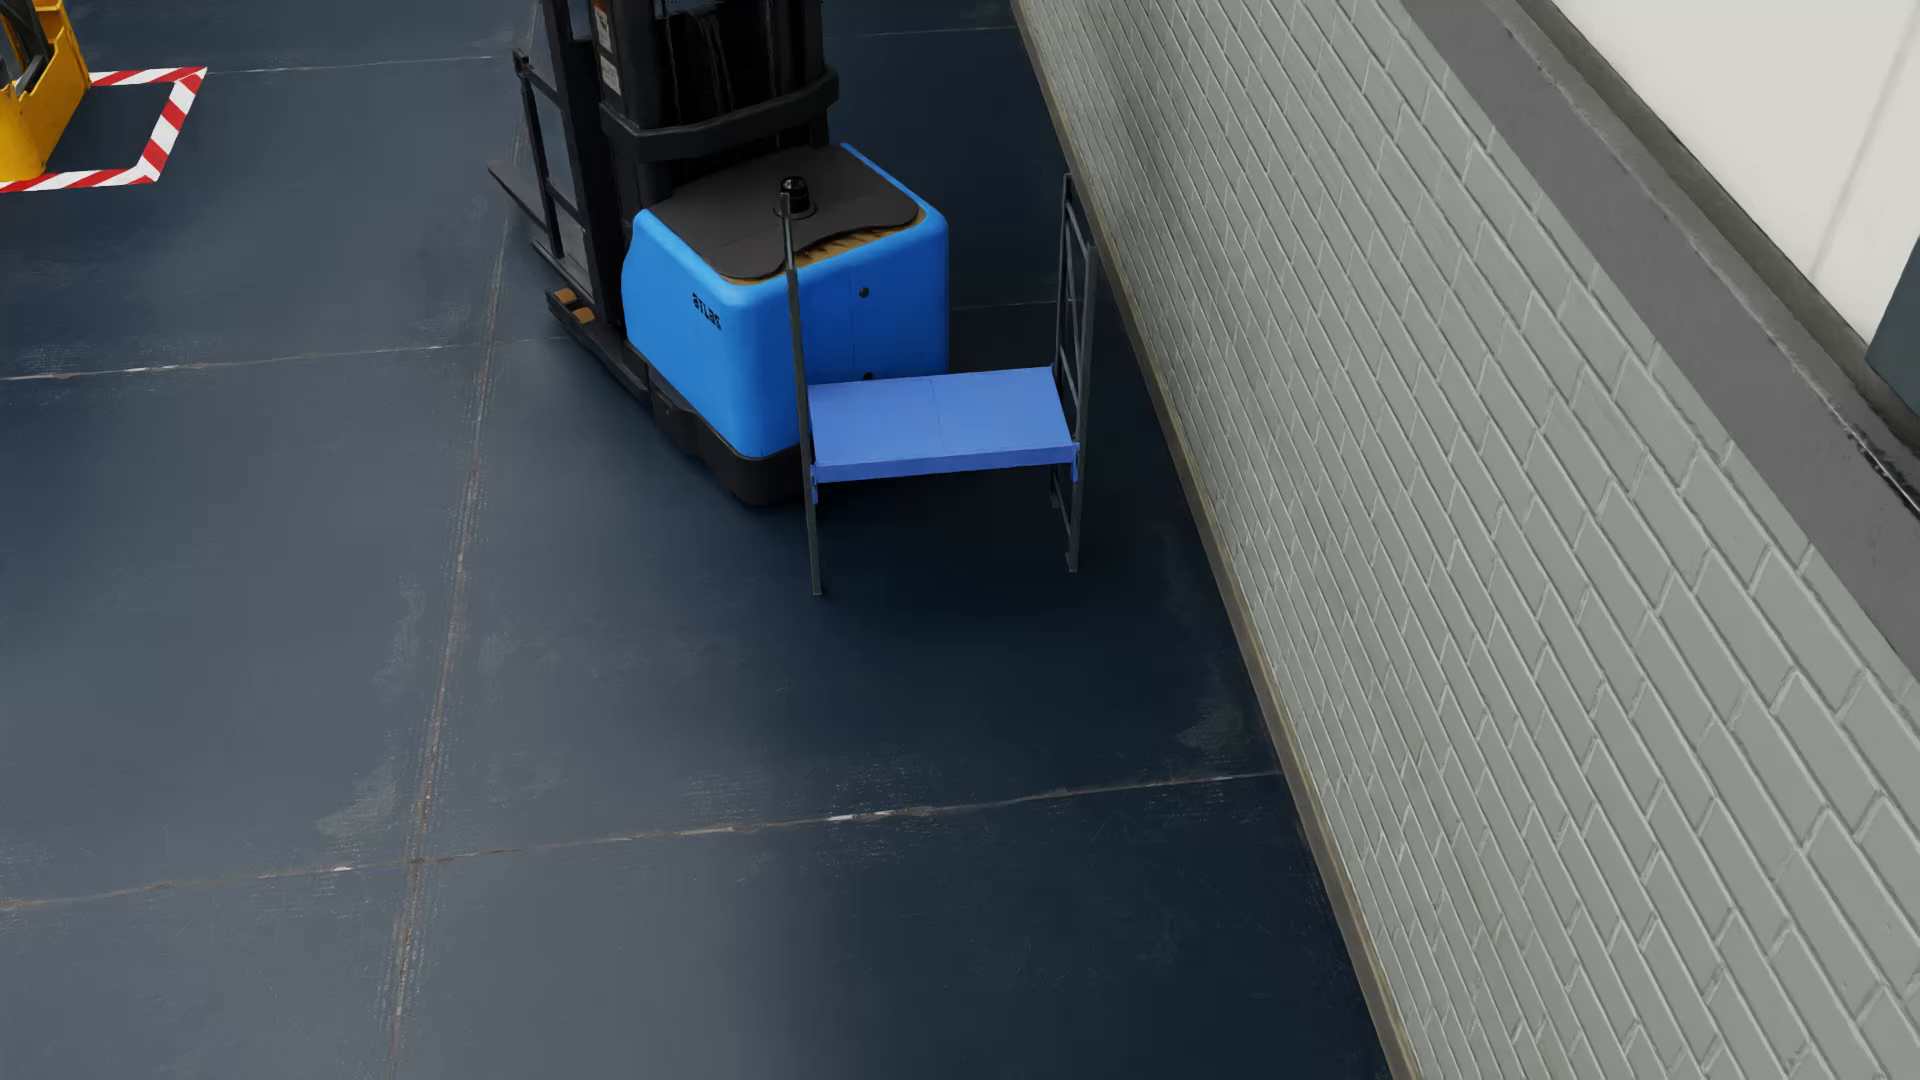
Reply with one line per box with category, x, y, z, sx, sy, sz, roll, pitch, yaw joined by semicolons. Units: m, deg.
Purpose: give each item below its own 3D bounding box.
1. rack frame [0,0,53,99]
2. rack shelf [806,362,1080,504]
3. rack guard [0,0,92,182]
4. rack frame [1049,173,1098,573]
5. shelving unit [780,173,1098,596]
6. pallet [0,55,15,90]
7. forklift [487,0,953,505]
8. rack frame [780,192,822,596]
rack frame;-5.187;-3.402;8.282;0.127;3.000;1.000;-5;42;-6
rack shelf;-0.085;-0.416;6.360;1.000;0.185;0.538;-5;42;-6
rack guard;-5.165;-2.484;9.131;0.348;0.500;1.175;-5;42;-6
rack frame;0.419;-0.594;6.288;0.032;1.500;0.500;-5;42;-6
shelving unit;-0.085;-0.549;6.239;1.048;1.500;0.538;-5;42;-6
pallet;-6.009;-2.320;9.165;1.213;0.211;1.003;-5;42;-6
forklift;-1.294;-2.177;6.975;1.130;2.935;3.031;-26;48;-26
rack frame;-0.589;-0.505;6.190;0.032;1.500;0.500;-5;42;-6
